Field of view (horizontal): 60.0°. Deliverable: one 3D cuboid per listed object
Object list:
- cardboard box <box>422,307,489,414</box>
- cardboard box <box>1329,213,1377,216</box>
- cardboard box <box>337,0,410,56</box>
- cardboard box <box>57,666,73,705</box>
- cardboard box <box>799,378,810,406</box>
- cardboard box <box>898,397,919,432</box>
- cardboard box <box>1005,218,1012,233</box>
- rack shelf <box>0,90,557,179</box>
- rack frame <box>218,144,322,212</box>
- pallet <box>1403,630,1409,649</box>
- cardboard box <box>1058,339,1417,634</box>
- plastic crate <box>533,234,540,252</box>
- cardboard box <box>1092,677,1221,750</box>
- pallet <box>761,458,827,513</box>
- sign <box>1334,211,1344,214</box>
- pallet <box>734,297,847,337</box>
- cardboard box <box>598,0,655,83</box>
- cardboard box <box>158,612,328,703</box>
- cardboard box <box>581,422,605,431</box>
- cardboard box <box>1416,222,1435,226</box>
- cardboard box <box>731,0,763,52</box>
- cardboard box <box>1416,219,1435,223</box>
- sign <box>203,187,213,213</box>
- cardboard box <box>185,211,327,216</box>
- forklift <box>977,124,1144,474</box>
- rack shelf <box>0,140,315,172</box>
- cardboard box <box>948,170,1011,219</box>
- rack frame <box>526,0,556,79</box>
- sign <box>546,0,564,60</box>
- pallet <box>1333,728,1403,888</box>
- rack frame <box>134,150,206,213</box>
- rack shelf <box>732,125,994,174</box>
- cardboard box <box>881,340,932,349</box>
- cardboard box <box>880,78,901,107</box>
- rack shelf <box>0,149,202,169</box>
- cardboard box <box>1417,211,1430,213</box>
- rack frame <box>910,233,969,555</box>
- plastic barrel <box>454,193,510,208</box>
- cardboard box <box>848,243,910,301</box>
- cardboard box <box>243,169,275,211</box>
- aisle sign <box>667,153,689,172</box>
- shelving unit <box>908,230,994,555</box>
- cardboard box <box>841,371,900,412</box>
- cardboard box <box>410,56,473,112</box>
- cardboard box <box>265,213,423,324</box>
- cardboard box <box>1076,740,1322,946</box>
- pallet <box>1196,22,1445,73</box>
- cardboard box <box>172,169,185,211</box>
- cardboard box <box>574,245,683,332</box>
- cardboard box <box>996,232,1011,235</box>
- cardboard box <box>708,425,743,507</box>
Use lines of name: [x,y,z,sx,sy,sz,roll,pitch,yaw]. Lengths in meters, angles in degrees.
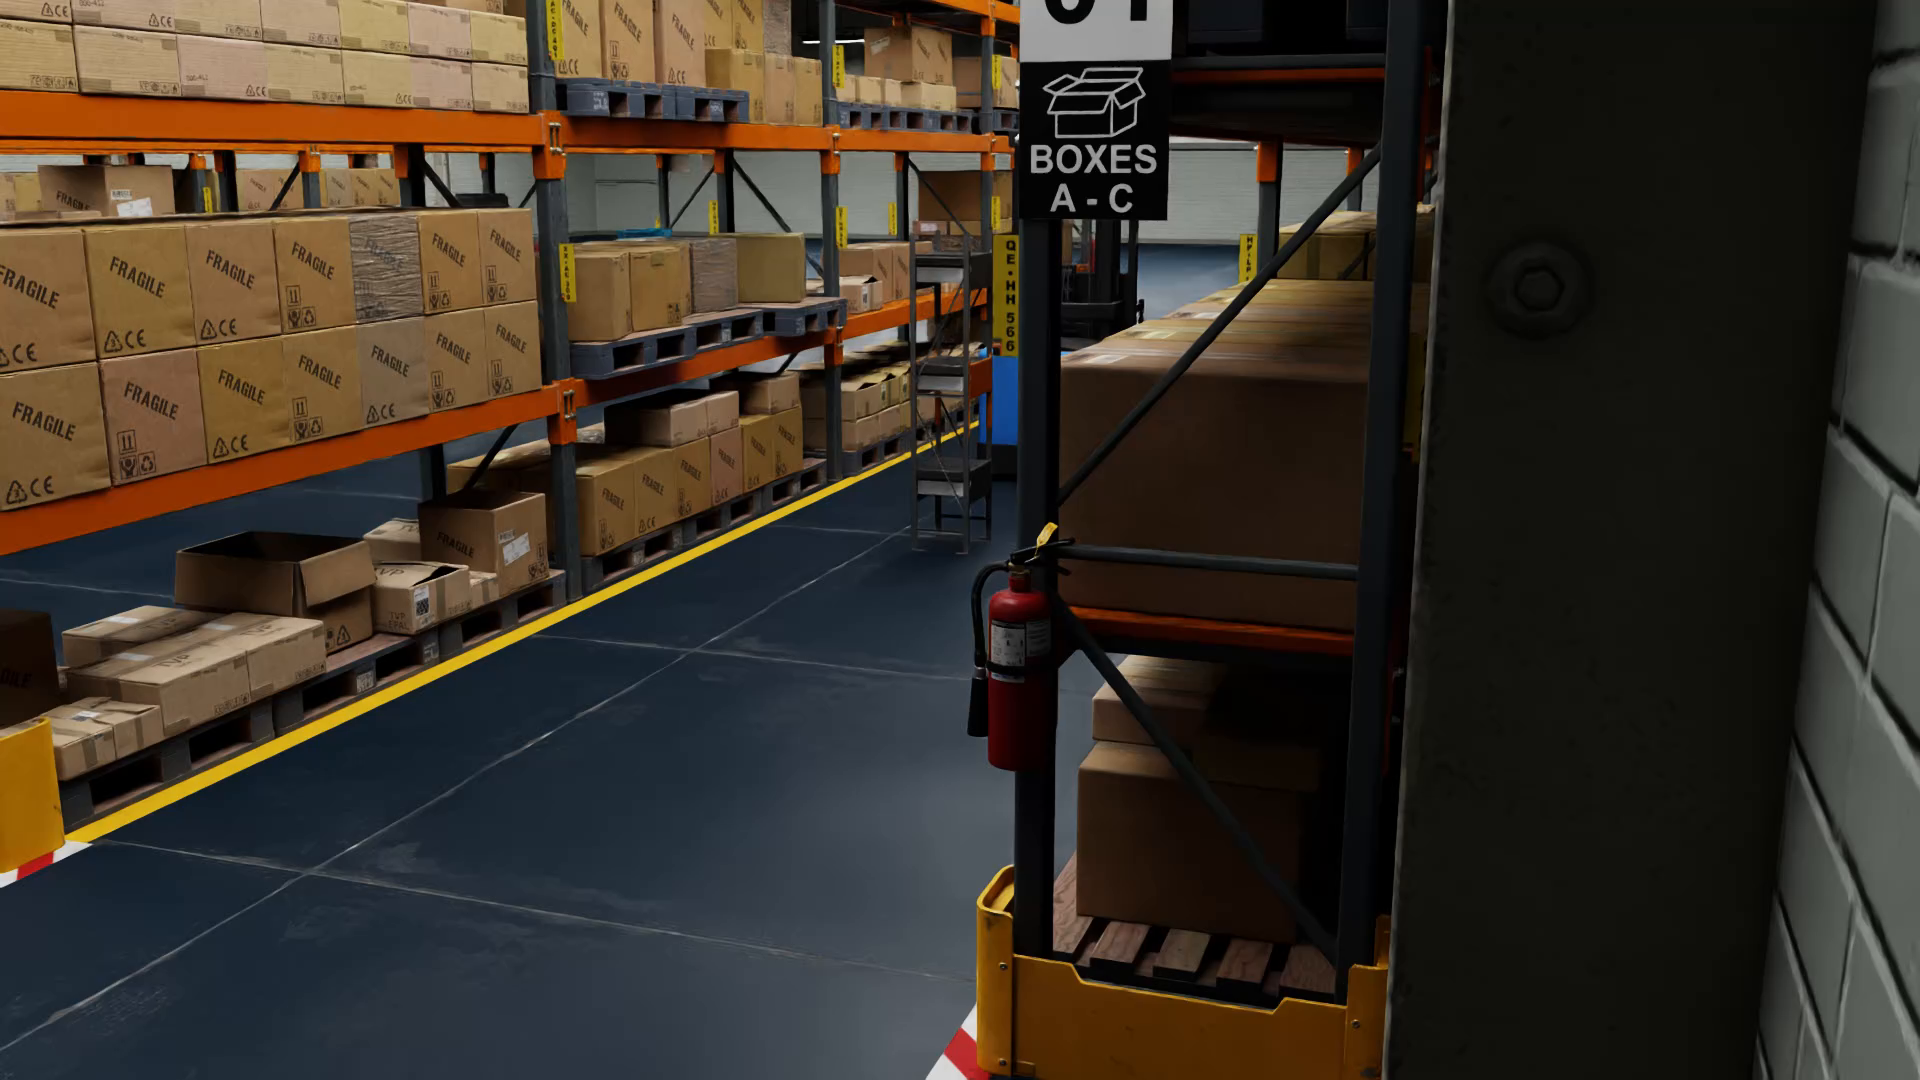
cardboard box: [-2.832,-0.950,8.676,0.500,0.500,0.500,5,14,20]
cardboard box: [2.671,-1.999,10.873,0.500,0.250,0.500,4,14,18]
cardboard box: [-2.977,-2.434,7.878,0.500,0.250,0.500,4,14,18]
cardboard box: [-3.883,0.664,7.206,0.380,0.166,0.250,4,14,18]
cardboard box: [-1.517,-1.241,14.153,0.500,0.311,0.500,5,14,20]
cardboard box: [-0.682,-1.145,14.991,0.500,0.250,0.500,4,13,17]
cardboard box: [0.358,-3.388,17.901,0.380,0.149,0.250,4,14,18]
rack shelf: [-3.395,-1.824,7.607,1.077,0.370,4.000,4,14,18]
rack frame: [-6.139,-2.333,14.961,1.000,3.000,0.127,4,14,18]
pallet: [2.119,0.414,9.192,1.003,0.211,1.213,4,14,18]
cardboard box: [0.802,-0.190,4.897,0.980,0.700,0.700,5,14,21]
plastic crate: [-4.712,-3.083,18.101,0.402,0.464,0.583,4,14,18]
cardboard box: [0.648,0.567,5.469,0.380,0.149,0.250,4,14,18]
pallet: [-1.731,-0.462,13.029,1.003,0.211,1.213,4,14,18]
sign: [2.719,-2.183,11.879,0.100,0.325,0.005,4,14,18]
pallet: [-1.606,-1.734,12.769,1.213,0.211,1.003,4,14,18]
cardboard box: [-2.320,-3.141,10.368,0.600,0.600,0.600,4,14,18]
cardboard box: [-3.274,0.530,7.607,0.500,0.250,0.500,4,14,18]
cardboard box: [-2.366,-0.570,11.866,0.500,0.500,0.500,4,13,16]
cardboard box: [2.657,-1.641,9.307,0.500,0.250,0.500,4,13,17]
cardboard box: [-1.766,-3.776,12.068,0.500,0.500,0.500,4,14,18]
cardboard box: [2.829,-1.751,9.787,0.500,0.250,0.500,4,13,17]
sign: [-9.005,-4.057,19.913,0.100,0.325,0.005,4,14,18]
cardboard box: [-3.500,-1.374,8.287,0.500,0.500,0.500,4,13,17]
forklift: [1.053,-2.202,14.541,1.130,2.935,3.031,4,13,16]
rack shelf: [-6.786,-3.024,12.863,1.077,0.370,4.000,4,14,18]
cardboard box: [0.141,-3.700,17.808,0.700,0.500,0.500,4,14,18]
rack frame: [-2.748,-4.058,9.038,1.000,3.000,0.127,4,14,18]
sign: [-2.232,-2.811,9.150,0.100,0.325,0.005,4,14,18]
pallet: [1.228,0.994,6.651,1.003,0.211,1.213,4,14,18]
rack frame: [-9.531,-3.532,20.214,1.000,3.000,0.127,4,14,18]
rack shelf: [-0.806,-3.508,14.987,1.077,0.370,4.000,4,14,18]
cardboard box: [-0.529,-1.886,16.980,0.500,0.311,0.500,4,14,19]
cardboard box: [-0.836,-4.014,14.977,0.500,0.250,0.500,3,13,14]
rack shelf: [-10.179,-4.223,18.115,1.077,0.370,4.000,4,14,18]
cardboard box: [4.546,-2.992,16.453,0.500,0.500,0.500,4,14,18]
rack frame: [-0.133,-0.937,10.869,0.400,2.100,0.015,4,14,18]
plastic barrel: [-5.257,-3.360,18.335,0.600,0.901,0.708,4,14,18]
cardboard box: [-0.756,-2.490,15.423,0.500,0.500,0.500,4,14,18]
cardboard box: [-8.985,-4.395,20.855,0.500,0.500,0.500,4,14,18]
aisle sign: [-3.805,-5.321,22.211,0.394,0.787,0.004,4,14,18]
shelving unit: [-0.054,-0.989,11.094,0.431,2.100,0.503,4,14,18]
cardboard box: [-0.844,-1.314,14.470,0.500,0.311,0.500,4,13,17]
cardboard box: [-2.825,-2.297,8.398,0.500,0.250,0.500,4,14,18]
cardboard box: [-2.993,-1.330,8.097,0.500,0.500,0.500,4,14,19]
cardboard box: [0.778,0.924,5.365,0.700,0.500,0.500,4,14,18]
pallet: [1.270,-1.769,5.949,1.003,0.211,1.213,4,14,18]
cardboard box: [-9.646,-4.328,20.560,0.500,0.500,0.500,4,14,18]
cardboard box: [-2.220,-1.620,10.669,0.700,0.500,0.500,7,15,27]
cardboard box: [0.143,-3.072,17.974,0.700,0.500,0.500,4,14,18]
cardboard box: [-1.866,-0.538,11.725,0.500,0.500,0.500,4,13,16]
